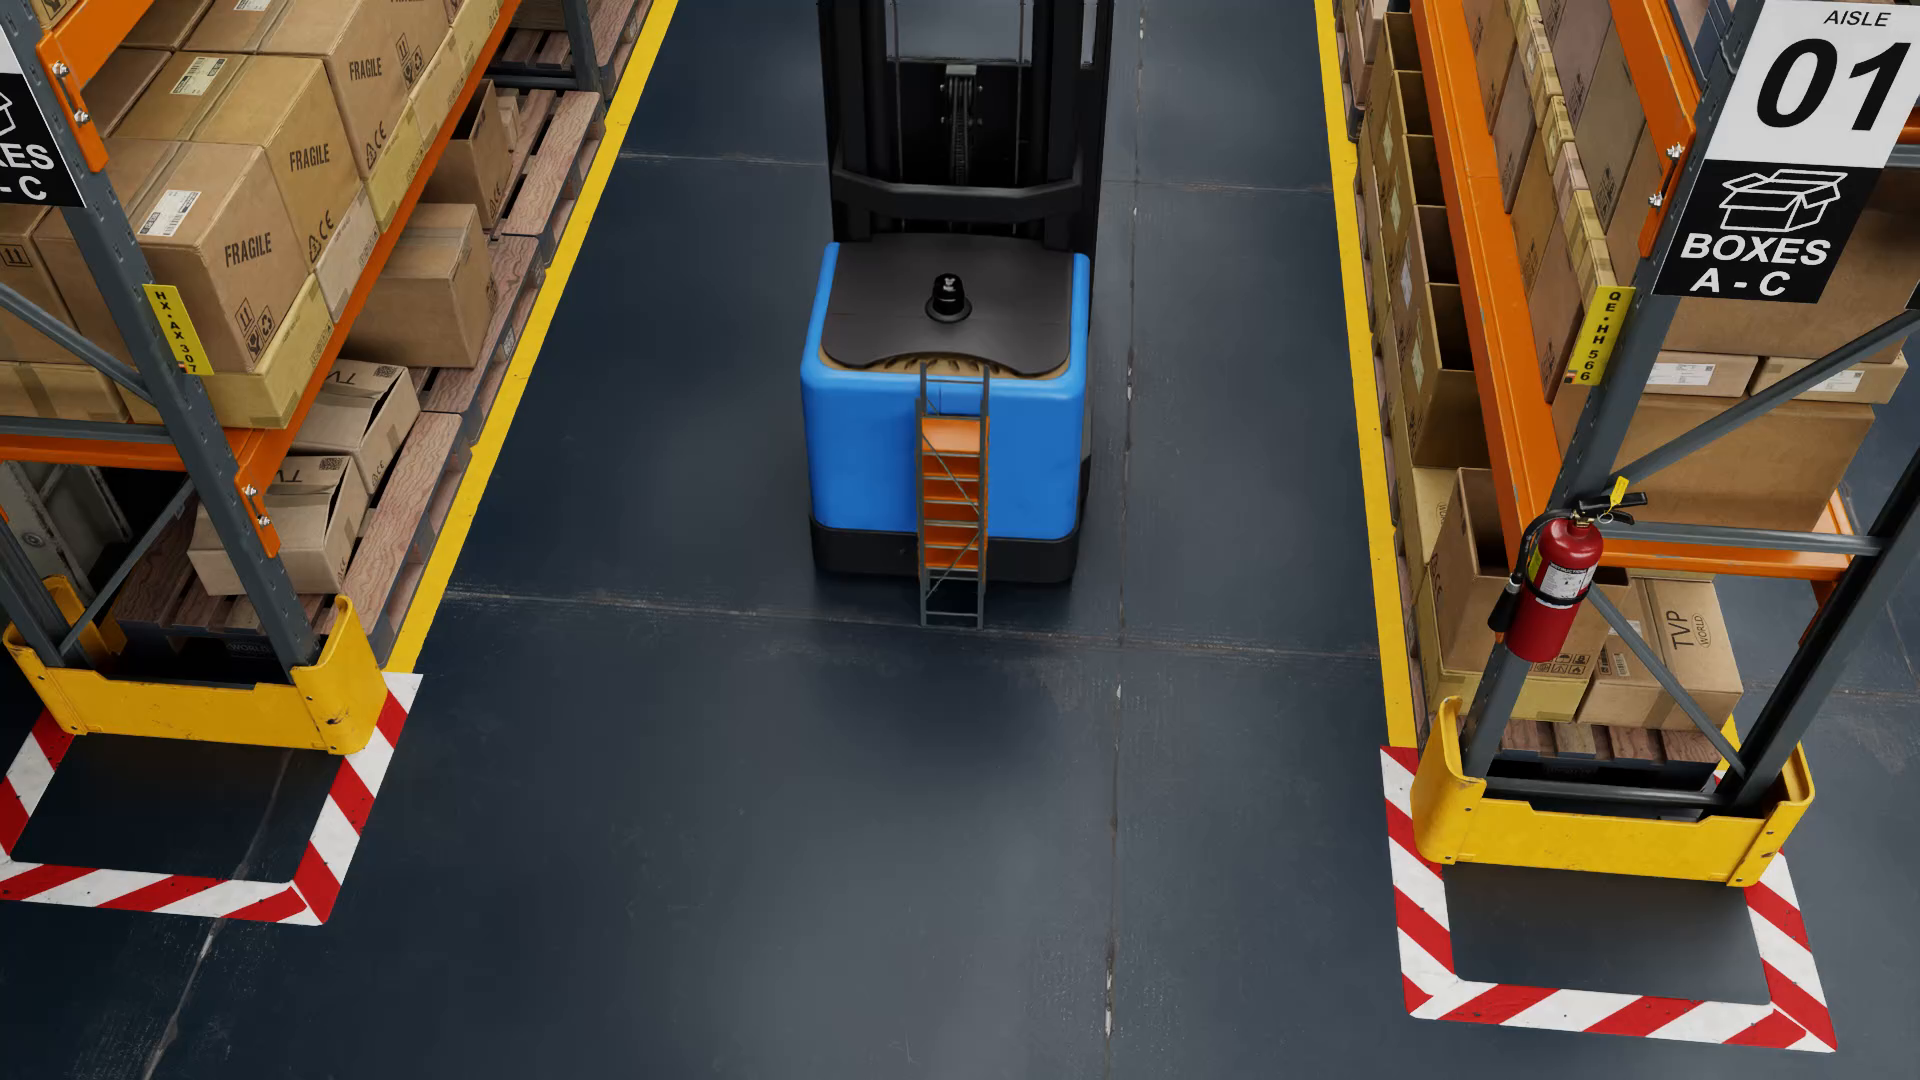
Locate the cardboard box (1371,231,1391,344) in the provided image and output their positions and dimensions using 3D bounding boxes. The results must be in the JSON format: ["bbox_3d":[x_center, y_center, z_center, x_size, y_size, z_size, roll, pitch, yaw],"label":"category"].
[{"bbox_3d":[2.103,-1.103,7.331,0.500,0.250,0.500,4,48,4],"label":"cardboard box"}]

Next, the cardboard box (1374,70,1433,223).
[{"bbox_3d":[2.157,-1.723,7.390,0.500,0.500,0.500,4,48,4],"label":"cardboard box"}]

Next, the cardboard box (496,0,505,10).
[{"bbox_3d":[-2.180,-2.497,7.115,0.500,0.250,0.500,4,48,4],"label":"cardboard box"}]

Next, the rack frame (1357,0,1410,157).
[{"bbox_3d":[2.549,-2.944,7.436,1.000,3.000,0.127,4,48,4],"label":"rack frame"}]

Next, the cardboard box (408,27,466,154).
[{"bbox_3d":[-2.255,-1.756,6.438,0.500,0.250,0.500,4,48,4],"label":"cardboard box"}]

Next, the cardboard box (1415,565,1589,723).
[{"bbox_3d":[1.939,0.368,5.986,0.500,0.250,0.500,4,48,4],"label":"cardboard box"}]

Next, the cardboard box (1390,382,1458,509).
[{"bbox_3d":[2.016,-0.368,6.659,0.500,0.250,0.500,4,48,4],"label":"cardboard box"}]

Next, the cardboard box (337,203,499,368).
[{"bbox_3d":[-2.428,-1.097,7.142,0.700,0.500,0.500,1,48,1],"label":"cardboard box"}]

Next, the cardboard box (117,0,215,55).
[{"bbox_3d":[-2.820,-1.654,5.836,0.500,0.500,0.500,3,48,2],"label":"cardboard box"}]

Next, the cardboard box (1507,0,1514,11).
[{"bbox_3d":[2.218,-2.065,6.125,0.380,0.149,0.250,3,48,2],"label":"cardboard box"}]

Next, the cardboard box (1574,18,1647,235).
[{"bbox_3d":[2.287,-1.244,4.934,0.700,0.500,0.500,3,48,3],"label":"cardboard box"}]

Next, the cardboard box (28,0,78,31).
[{"bbox_3d":[-2.470,-1.617,4.108,0.500,0.500,0.500,5,48,5],"label":"cardboard box"}]

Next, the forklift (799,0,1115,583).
[{"bbox_3d":[0.039,-1.908,6.534,1.130,2.935,3.031,3,48,3],"label":"forklift"}]

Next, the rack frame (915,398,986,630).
[{"bbox_3d":[-0.032,-0.065,6.022,0.240,1.200,0.006,3,48,3],"label":"rack frame"}]

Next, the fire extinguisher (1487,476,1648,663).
[{"bbox_3d":[1.711,0.077,4.725,0.296,0.674,0.183,4,48,4],"label":"fire extinguisher"}]

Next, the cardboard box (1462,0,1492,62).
[{"bbox_3d":[2.473,-2.263,6.745,0.700,0.500,0.500,3,48,3],"label":"cardboard box"}]

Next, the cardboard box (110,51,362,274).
[{"bbox_3d":[-2.352,-1.237,5.455,0.500,0.500,0.500,4,48,4],"label":"cardboard box"}]

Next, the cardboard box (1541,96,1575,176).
[{"bbox_3d":[2.123,-1.309,5.433,0.380,0.149,0.250,5,48,5],"label":"cardboard box"}]

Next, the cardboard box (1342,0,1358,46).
[{"bbox_3d":[2.346,-2.854,8.932,0.500,0.250,0.500,3,48,3],"label":"cardboard box"}]

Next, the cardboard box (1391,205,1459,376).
[{"bbox_3d":[2.060,-0.989,6.718,0.500,0.500,0.500,4,48,4],"label":"cardboard box"}]

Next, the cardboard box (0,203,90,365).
[{"bbox_3d":[-2.918,-0.905,5.151,0.500,0.500,0.500,3,48,3],"label":"cardboard box"}]

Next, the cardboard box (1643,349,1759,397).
[{"bbox_3d":[2.029,-0.551,4.740,0.380,0.149,0.250,3,48,3],"label":"cardboard box"}]

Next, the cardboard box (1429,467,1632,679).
[{"bbox_3d":[1.937,0.114,5.709,0.500,0.500,0.500,4,48,4],"label":"cardboard box"}]

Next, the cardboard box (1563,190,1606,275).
[{"bbox_3d":[2.075,-0.931,5.088,0.380,0.149,0.250,3,48,3],"label":"cardboard box"}]

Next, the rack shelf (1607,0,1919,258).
[{"bbox_3d":[2.366,-2.244,5.250,1.077,0.370,4.000,4,48,4],"label":"rack shelf"}]

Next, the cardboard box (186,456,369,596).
[{"bbox_3d":[-2.597,-0.078,6.339,0.500,0.311,0.500,-1,48,-1],"label":"cardboard box"}]

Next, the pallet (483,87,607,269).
[{"bbox_3d":[-2.411,-1.837,8.313,1.003,0.211,1.213,4,48,4],"label":"pallet"}]

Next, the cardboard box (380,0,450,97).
[{"bbox_3d":[-2.263,-1.997,6.149,0.500,0.500,0.500,5,48,5],"label":"cardboard box"}]

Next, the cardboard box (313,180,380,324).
[{"bbox_3d":[-2.356,-1.011,5.756,0.500,0.250,0.500,3,48,2],"label":"cardboard box"}]

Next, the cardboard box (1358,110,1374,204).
[{"bbox_3d":[2.204,-1.837,8.002,0.500,0.250,0.500,4,48,4],"label":"cardboard box"}]

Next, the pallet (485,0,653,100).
[{"bbox_3d":[-2.315,-2.906,9.290,1.003,0.211,1.213,4,48,4],"label":"pallet"}]

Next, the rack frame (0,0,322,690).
[{"bbox_3d":[-2.749,-0.335,5.050,1.000,3.000,0.127,4,48,4],"label":"rack frame"}]

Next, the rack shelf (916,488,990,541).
[{"bbox_3d":[-0.025,-0.102,6.117,0.258,0.103,0.180,3,48,3],"label":"rack shelf"}]

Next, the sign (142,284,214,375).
[{"bbox_3d":[-2.209,-0.591,4.697,0.100,0.325,0.005,4,48,4],"label":"sign"}]

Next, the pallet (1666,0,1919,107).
[{"bbox_3d":[2.274,-1.505,4.147,1.003,0.211,1.213,4,48,4],"label":"pallet"}]

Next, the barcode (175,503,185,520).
[{"bbox_3d":[-2.993,-0.122,6.372,0.001,0.075,0.075,4,48,4],"label":"barcode"}]

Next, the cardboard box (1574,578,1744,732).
[{"bbox_3d":[2.454,0.402,5.954,0.500,0.250,0.500,4,48,4],"label":"cardboard box"}]

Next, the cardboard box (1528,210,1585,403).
[{"bbox_3d":[2.282,-0.767,5.377,0.700,0.500,0.500,5,48,5],"label":"cardboard box"}]

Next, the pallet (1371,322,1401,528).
[{"bbox_3d":[2.326,-0.522,7.111,1.003,0.211,1.213,4,48,4],"label":"pallet"}]

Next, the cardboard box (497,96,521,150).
[{"bbox_3d":[-2.404,-2.072,8.260,0.380,0.166,0.250,-2,48,-2],"label":"cardboard box"}]

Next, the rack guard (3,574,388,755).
[{"bbox_3d":[-2.743,0.453,6.023,1.175,0.500,0.348,4,48,4],"label":"rack guard"}]

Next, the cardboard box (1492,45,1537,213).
[{"bbox_3d":[2.378,-1.518,6.064,0.700,0.500,0.500,5,48,5],"label":"cardboard box"}]

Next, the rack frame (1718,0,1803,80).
[{"bbox_3d":[2.184,-2.029,2.534,1.000,3.000,0.127,4,48,4],"label":"rack frame"}]

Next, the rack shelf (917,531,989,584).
[{"bbox_3d":[-0.025,0.060,6.294,0.258,0.103,0.180,3,48,3],"label":"rack shelf"}]

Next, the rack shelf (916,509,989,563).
[{"bbox_3d":[-0.025,-0.021,6.205,0.258,0.103,0.180,3,48,3],"label":"rack shelf"}]

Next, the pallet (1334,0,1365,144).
[{"bbox_3d":[2.577,-2.547,8.962,1.003,0.211,1.213,4,48,4],"label":"pallet"}]

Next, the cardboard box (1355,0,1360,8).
[{"bbox_3d":[2.341,-3.047,8.728,0.500,0.311,0.500,5,48,5],"label":"cardboard box"}]

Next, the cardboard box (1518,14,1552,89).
[{"bbox_3d":[2.168,-1.691,5.782,0.380,0.149,0.250,3,48,3],"label":"cardboard box"}]

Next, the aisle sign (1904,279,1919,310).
[{"bbox_3d":[2.483,-0.813,3.725,0.394,0.787,0.004,4,48,4],"label":"aisle sign"}]

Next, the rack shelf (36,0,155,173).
[{"bbox_3d":[-2.567,-2.574,5.552,1.077,0.370,4.000,4,48,4],"label":"rack shelf"}]

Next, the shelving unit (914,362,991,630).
[{"bbox_3d":[-0.025,-0.132,6.084,0.258,1.200,0.189,3,48,3],"label":"shelving unit"}]

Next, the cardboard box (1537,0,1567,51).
[{"bbox_3d":[2.377,-1.983,5.610,0.700,0.500,0.500,4,48,4],"label":"cardboard box"}]
